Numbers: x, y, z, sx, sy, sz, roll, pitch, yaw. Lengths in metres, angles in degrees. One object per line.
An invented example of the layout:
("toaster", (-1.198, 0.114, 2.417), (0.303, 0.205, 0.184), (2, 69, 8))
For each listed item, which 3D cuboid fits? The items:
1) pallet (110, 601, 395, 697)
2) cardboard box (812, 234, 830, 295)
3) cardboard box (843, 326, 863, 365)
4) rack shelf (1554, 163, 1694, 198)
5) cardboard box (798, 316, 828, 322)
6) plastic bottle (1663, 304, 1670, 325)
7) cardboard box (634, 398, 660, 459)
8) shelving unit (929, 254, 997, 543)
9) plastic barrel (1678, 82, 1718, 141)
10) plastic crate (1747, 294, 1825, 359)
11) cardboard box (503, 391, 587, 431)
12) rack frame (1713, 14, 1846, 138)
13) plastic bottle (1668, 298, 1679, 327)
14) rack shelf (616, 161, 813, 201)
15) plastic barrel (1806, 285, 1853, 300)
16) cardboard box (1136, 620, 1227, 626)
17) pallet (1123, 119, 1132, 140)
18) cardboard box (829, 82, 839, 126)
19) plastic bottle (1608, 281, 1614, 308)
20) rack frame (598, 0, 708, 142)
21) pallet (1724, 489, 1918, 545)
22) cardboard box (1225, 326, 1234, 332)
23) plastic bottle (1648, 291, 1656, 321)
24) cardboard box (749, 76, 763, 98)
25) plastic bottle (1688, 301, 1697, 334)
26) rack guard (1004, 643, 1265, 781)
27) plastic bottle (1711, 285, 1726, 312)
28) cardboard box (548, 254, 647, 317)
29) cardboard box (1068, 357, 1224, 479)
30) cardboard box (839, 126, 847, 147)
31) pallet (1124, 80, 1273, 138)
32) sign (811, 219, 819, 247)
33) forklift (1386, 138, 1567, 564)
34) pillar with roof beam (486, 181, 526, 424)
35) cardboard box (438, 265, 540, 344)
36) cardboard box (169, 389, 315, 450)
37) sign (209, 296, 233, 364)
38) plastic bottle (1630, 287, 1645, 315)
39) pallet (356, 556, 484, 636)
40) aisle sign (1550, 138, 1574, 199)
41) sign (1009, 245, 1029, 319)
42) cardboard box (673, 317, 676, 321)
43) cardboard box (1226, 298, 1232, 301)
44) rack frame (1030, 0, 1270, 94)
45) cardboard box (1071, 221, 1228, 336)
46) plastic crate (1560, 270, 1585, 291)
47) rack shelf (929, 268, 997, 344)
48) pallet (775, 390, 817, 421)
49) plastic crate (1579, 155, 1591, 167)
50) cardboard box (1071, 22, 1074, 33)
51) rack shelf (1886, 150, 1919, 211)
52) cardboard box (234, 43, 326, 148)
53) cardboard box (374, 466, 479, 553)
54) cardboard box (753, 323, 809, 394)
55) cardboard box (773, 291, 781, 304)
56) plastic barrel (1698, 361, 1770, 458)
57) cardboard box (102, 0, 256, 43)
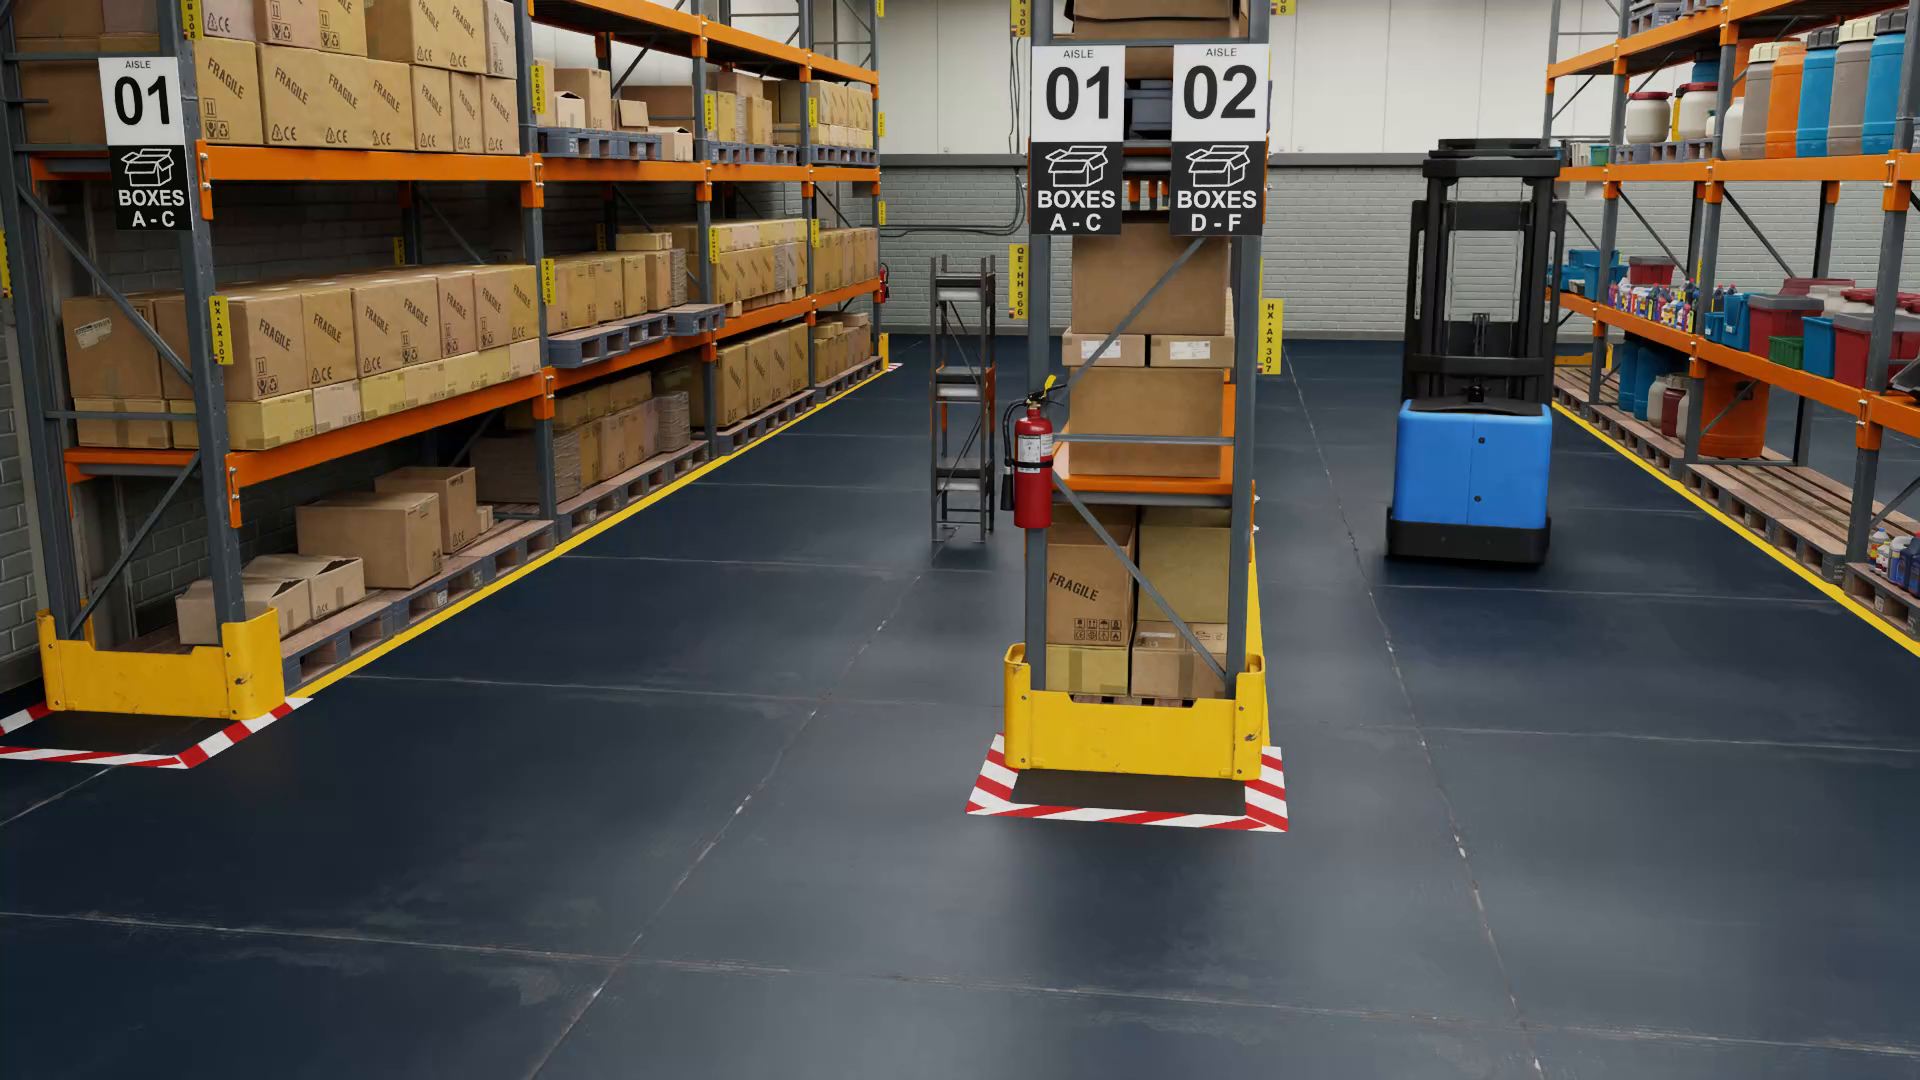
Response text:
("pallet", (-3.921, 0.577, 9.314), (1.003, 0.211, 1.213), (2, 12, 9))
("cardboard box", (-2.148, -3.359, 20.249), (0.980, 0.700, 0.700), (2, 12, 10))
("cardboard box", (-1.718, -2.663, 22.667), (0.700, 0.500, 0.500), (2, 12, 8))
("rack shelf", (7.850, -4.310, 19.961), (1.077, 0.370, 4.000), (2, 12, 9))
("cardboard box", (-1.974, -2.906, 22.256), (0.380, 0.149, 0.250), (2, 12, 9))
("plastic bottle", (6.729, -2.141, 15.777), (0.097, 0.201, 0.097), (0, 12, 0))
("cardboard box", (-3.116, -1.006, 14.929), (0.700, 0.500, 0.500), (2, 12, 9))
("shelving unit", (0.025, -1.061, 12.432), (0.431, 2.100, 0.503), (2, 12, 9))
("plastic barrel", (7.051, -4.059, 15.766), (0.433, 0.535, 0.433), (0, 12, 0))
("plastic crate", (6.376, -1.651, 12.884), (0.402, 0.464, 0.583), (2, 12, 9))
("cardboard box", (-3.316, -1.040, 13.309), (0.500, 0.250, 0.500), (2, 12, 7))
("rack frame", (6.927, -4.879, 13.774), (1.000, 3.000, 0.127), (2, 12, 9))
("plastic bottle", (6.699, -2.134, 15.582), (0.097, 0.271, 0.097), (0, 12, 0))
("rack shelf", (-2.555, -3.799, 17.587), (1.077, 0.370, 4.000), (2, 12, 9))
("plastic barrel", (6.980, -1.780, 13.368), (0.421, 0.512, 0.421), (0, 12, 0))
("cardboard box", (1.178, 0.488, 8.640), (0.500, 0.250, 0.500), (2, 12, 9))
("pallet", (1.312, -2.520, 10.156), (1.003, 0.211, 1.213), (2, 12, 9))
("cardboard box", (-1.788, -5.361, 20.469), (0.500, 0.500, 0.500), (2, 12, 7))
("plastic bottle", (7.064, -2.660, 17.992), (0.061, 0.283, 0.133), (2, 12, 9))
("rack frame", (-2.862, -5.200, 15.263), (1.000, 3.000, 0.127), (2, 12, 9))
("pallet", (6.579, -0.170, 12.782), (1.003, 0.211, 1.213), (2, 12, 9))
("cardboard box", (1.114, -0.938, 7.950), (0.380, 0.149, 0.250), (2, 12, 7))
("plastic bottle", (6.792, -2.292, 16.284), (0.061, 0.283, 0.133), (2, 12, 9))
("cardboard box", (-2.512, -5.018, 18.477), (0.500, 0.250, 0.500), (3, 12, 13))
("plastic bottle", (6.567, -1.988, 14.873), (0.061, 0.283, 0.133), (2, 12, 9))
("rack guard", (0.799, 0.784, 7.667), (1.175, 0.500, 0.348), (2, 12, 9))
("plastic bottle", (7.384, -2.301, 16.166), (0.144, 0.351, 0.185), (2, 12, 9))
("cardboard box", (-3.094, -2.173, 14.176), (0.700, 0.500, 0.500), (2, 12, 9))
("cardboard box", (0.887, -0.588, 7.865), (0.700, 0.500, 0.500), (2, 12, 9))
("cardboard box", (-1.716, -5.095, 21.018), (0.500, 0.250, 0.500), (2, 12, 7))
("pallet", (0.937, -2.012, 7.799), (1.003, 0.211, 1.213), (2, 12, 9))
("sign", (-1.710, -3.612, 19.573), (0.100, 0.325, 0.005), (2, 12, 9))
("forklift", (3.955, -1.535, 12.657), (1.130, 2.935, 3.031), (4, 13, 17))
("pillar with roof beam", (0.337, -4.818, 13.490), (9.100, 9.000, 0.400), (2, 12, 9))
("cardboard box", (-3.245, -1.630, 11.463), (0.500, 0.500, 0.500), (2, 12, 9))
("cardboard box", (-3.704, -0.630, 8.605), (0.500, 0.250, 0.500), (2, 12, 7))
("sign", (-3.557, -1.008, 7.995), (0.100, 0.325, 0.005), (2, 12, 9))
("plastic bottle", (6.952, -2.442, 16.998), (0.152, 0.276, 0.135), (2, 12, 9))
("pallet", (-3.731, 0.324, 10.489), (1.003, 0.211, 1.213), (2, 12, 9))
("aisle sign", (7.875, -4.907, 21.973), (0.394, 0.787, 0.004), (2, 12, 9))
("sign", (0.269, -1.145, 7.375), (0.100, 0.325, 0.005), (2, 12, 9))
("cardboard box", (-2.583, -2.216, 16.203), (0.380, 0.149, 0.250), (2, 12, 8))
("cardboard box", (1.429, -1.366, 9.934), (0.380, 0.149, 0.250), (2, 12, 8))
("rack frame", (0.803, -3.375, 6.795), (1.000, 3.000, 0.127), (2, 12, 9))
("cardboard box", (0.895, -1.233, 7.780), (0.700, 0.500, 0.500), (2, 12, 9))
("plastic crate", (7.545, -3.182, 20.394), (0.416, 0.233, 0.300), (2, 12, 9))
("rack shelf", (0.025, -1.732, 12.287), (0.431, 0.518, 0.480), (2, 12, 9))
("pallet", (-2.291, -1.574, 19.296), (1.003, 0.211, 1.213), (2, 12, 9))
("plastic crate", (7.362, -4.394, 19.267), (0.293, 0.136, 0.466), (2, 12, 9))
("cardboard box", (1.040, -2.727, 9.333), (0.797, 0.503, 0.637), (3, 13, 15))
("rack shelf", (6.004, -1.812, 8.370), (1.077, 0.370, 4.000), (2, 12, 9))
("cardboard box", (-3.676, -2.299, 8.638), (0.500, 0.500, 0.500), (3, 12, 12))
("cardboard box", (-3.598, -0.211, 11.240), (0.500, 0.500, 0.500), (1, 12, 4))
("cardboard box", (-2.219, -2.115, 19.294), (0.750, 0.750, 0.750), (2, 12, 9))
("cardboard box", (-2.205, -2.696, 18.433), (0.380, 0.149, 0.250), (2, 12, 9))
("plastic barrel", (6.985, -1.193, 15.065), (0.600, 0.830, 0.708), (2, 12, 9))
("cardboard box", (-3.794, -2.688, 8.069), (0.500, 0.500, 0.500), (1, 12, 5))
